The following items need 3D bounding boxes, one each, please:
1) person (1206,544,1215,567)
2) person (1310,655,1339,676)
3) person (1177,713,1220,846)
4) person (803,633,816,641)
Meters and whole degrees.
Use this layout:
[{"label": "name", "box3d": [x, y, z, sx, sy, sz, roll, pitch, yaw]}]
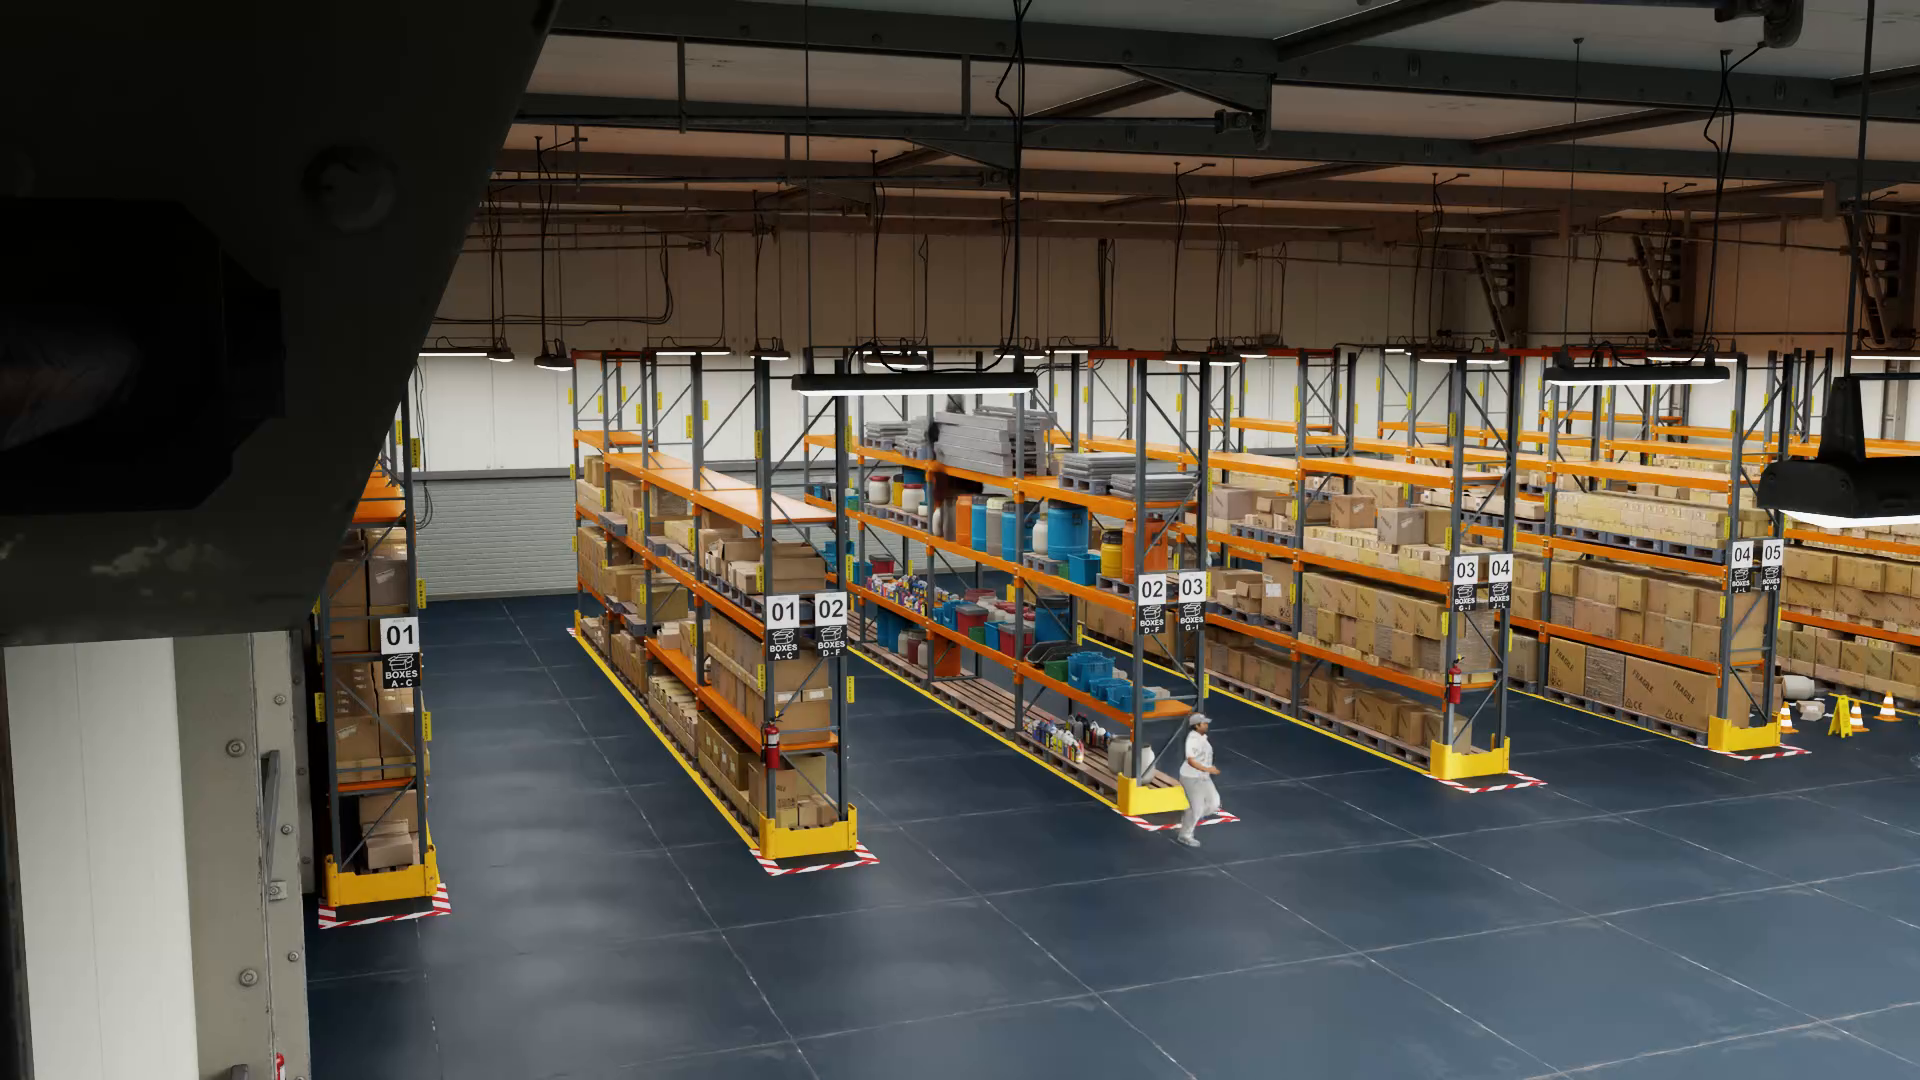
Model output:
[{"label": "person", "box3d": [5.445, 0.825, 37.532, 0.673, 1.790, 0.814, -4, 8, -28]}, {"label": "person", "box3d": [6.895, 1.654, 30.990, 0.668, 1.731, 0.988, -4, 8, -32]}, {"label": "person", "box3d": [2.998, 2.967, 20.705, 0.549, 1.639, 0.639, 3, 8, 25]}, {"label": "person", "box3d": [-2.811, 1.612, 31.003, 0.607, 1.472, 1.008, -2, 7, -16]}]
